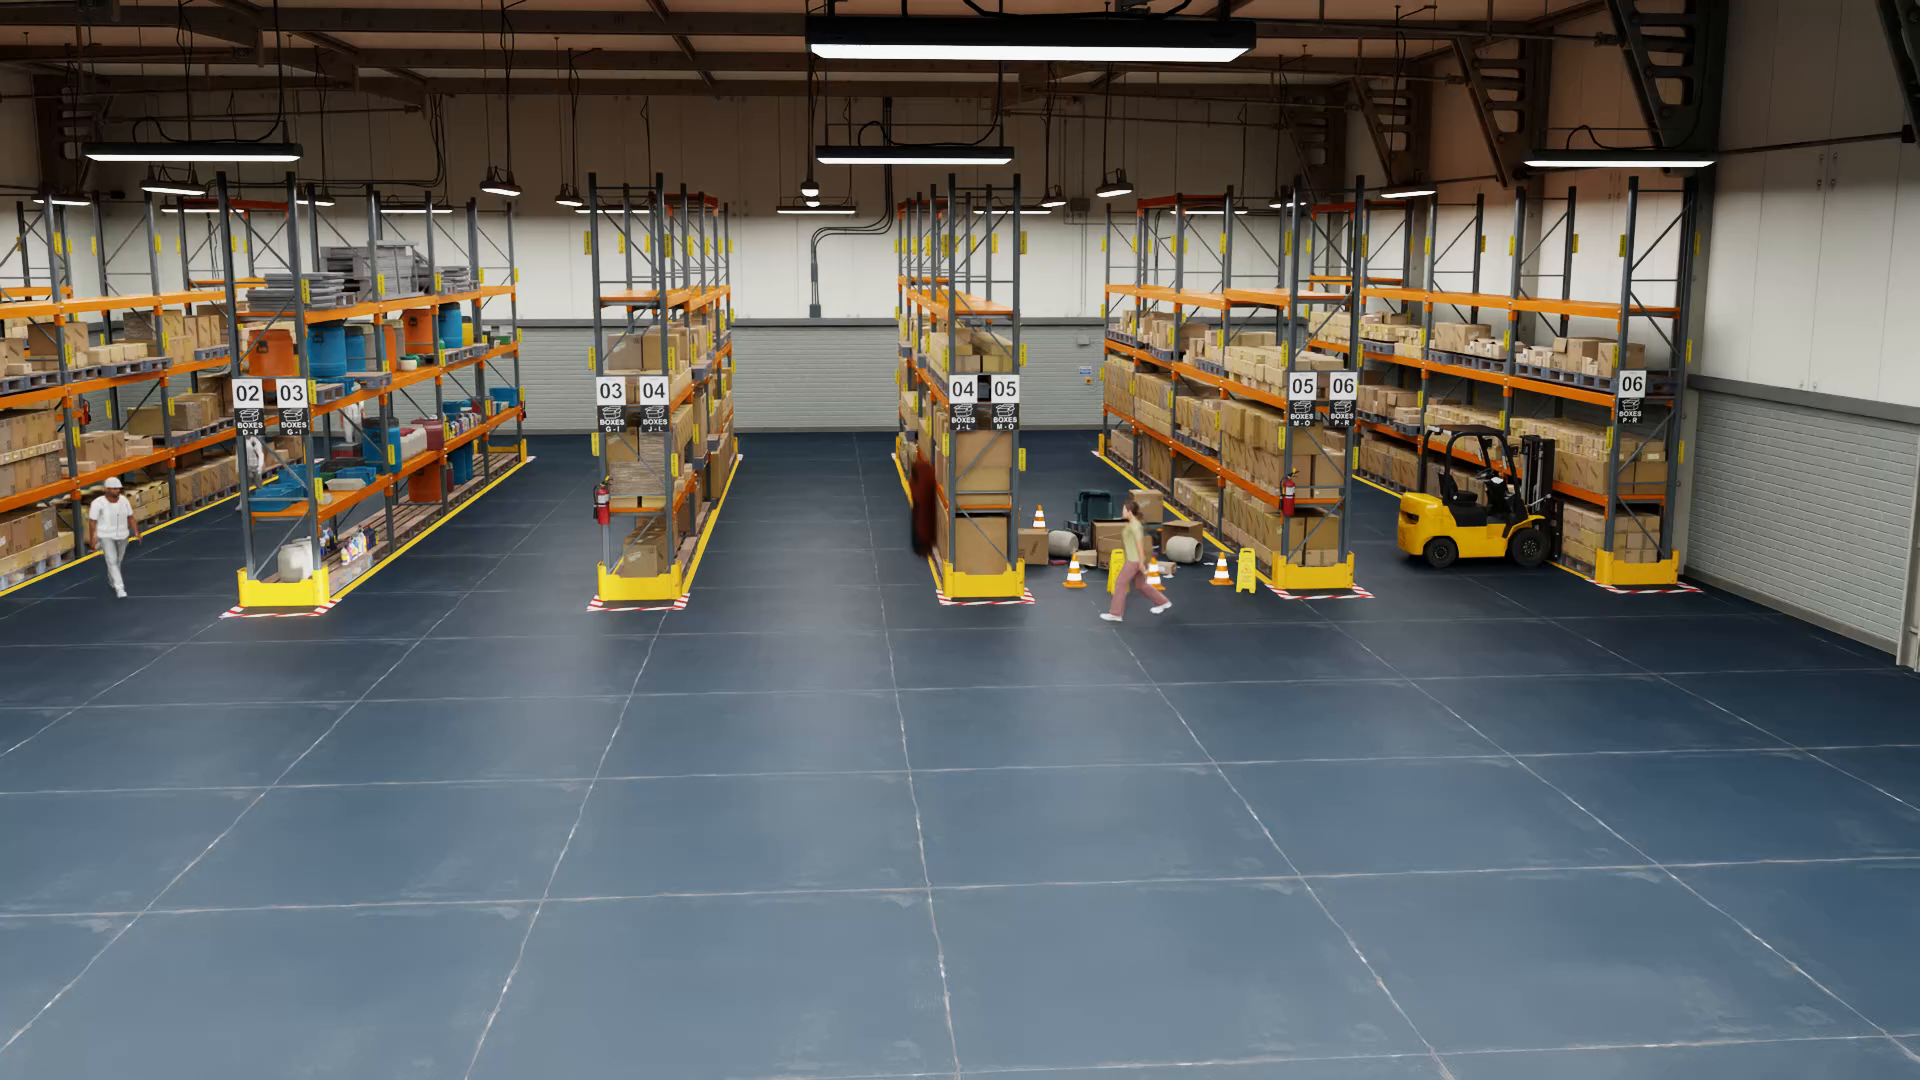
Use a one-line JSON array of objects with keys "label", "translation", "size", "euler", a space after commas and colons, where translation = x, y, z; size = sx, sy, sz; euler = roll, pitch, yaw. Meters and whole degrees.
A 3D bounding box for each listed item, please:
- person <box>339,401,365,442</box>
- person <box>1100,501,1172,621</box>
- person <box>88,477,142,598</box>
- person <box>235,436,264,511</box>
[{"label": "person", "translation": [-14.508, -2.836, 39.728], "size": [0.582, 1.674, 1.103], "euler": [-4, 11, -21]}, {"label": "person", "translation": [2.389, 0.280, 22.373], "size": [1.002, 1.629, 0.450], "euler": [-1, 10, -3]}, {"label": "person", "translation": [-12.214, -0.068, 24.022], "size": [1.113, 1.698, 0.644], "euler": [10, 14, 43]}, {"label": "person", "translation": [-13.657, -1.417, 31.896], "size": [0.569, 1.604, 1.038], "euler": [-2, 10, -9]}]
